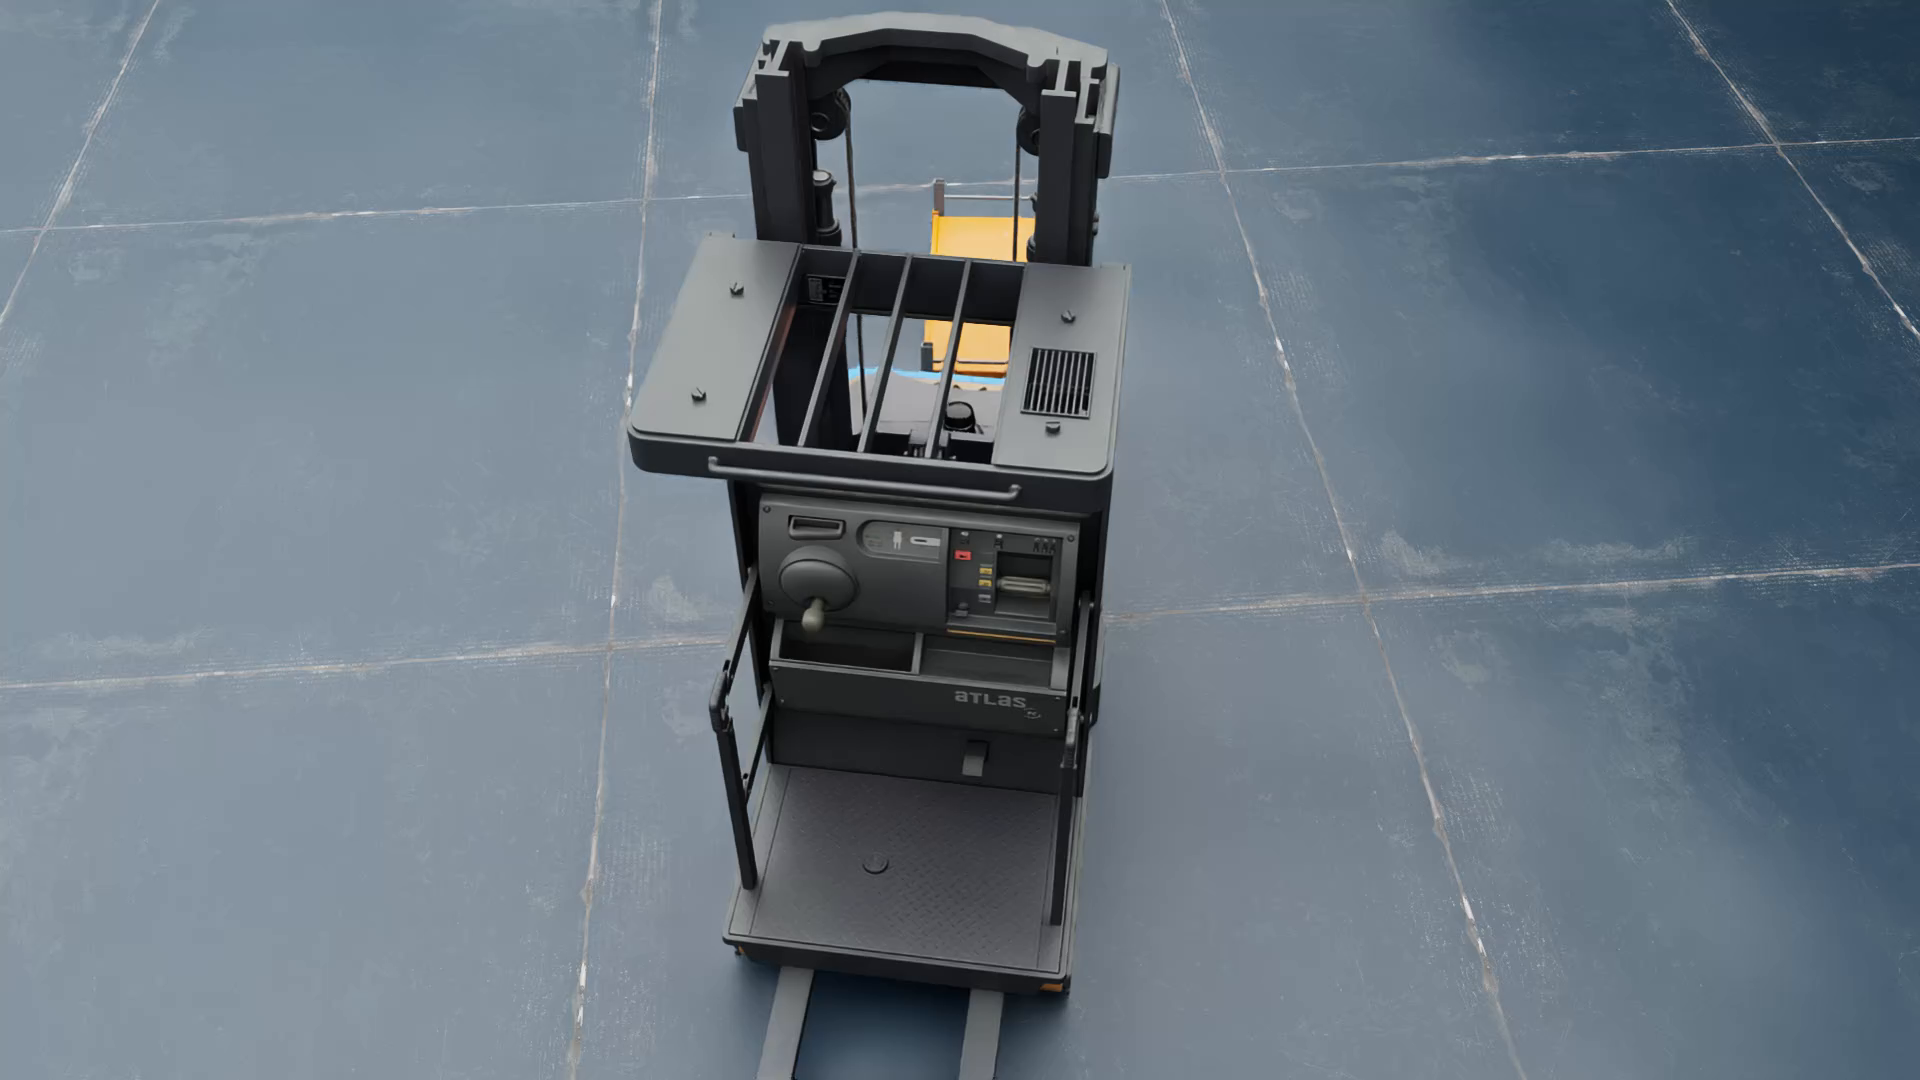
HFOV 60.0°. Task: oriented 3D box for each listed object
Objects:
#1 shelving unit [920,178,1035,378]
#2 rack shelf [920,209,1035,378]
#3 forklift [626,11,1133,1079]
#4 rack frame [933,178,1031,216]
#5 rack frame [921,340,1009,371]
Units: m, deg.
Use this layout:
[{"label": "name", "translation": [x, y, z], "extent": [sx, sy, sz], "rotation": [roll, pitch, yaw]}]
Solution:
[{"label": "shelving unit", "translation": [0.126, -0.689, 6.764], "extent": [0.538, 1.125, 1.048], "rotation": [1, 47, 1]}, {"label": "rack shelf", "translation": [0.126, -0.890, 6.551], "extent": [0.538, 0.278, 1.000], "rotation": [1, 47, 1]}, {"label": "forklift", "translation": [-0.150, 0.196, 4.682], "extent": [1.130, 2.935, 3.031], "rotation": [6, 47, 5]}, {"label": "rack frame", "translation": [0.143, -1.057, 7.113], "extent": [0.500, 1.125, 0.032], "rotation": [1, 47, 1]}, {"label": "rack frame", "translation": [0.109, -0.320, 6.415], "extent": [0.500, 1.125, 0.032], "rotation": [1, 47, 1]}]
